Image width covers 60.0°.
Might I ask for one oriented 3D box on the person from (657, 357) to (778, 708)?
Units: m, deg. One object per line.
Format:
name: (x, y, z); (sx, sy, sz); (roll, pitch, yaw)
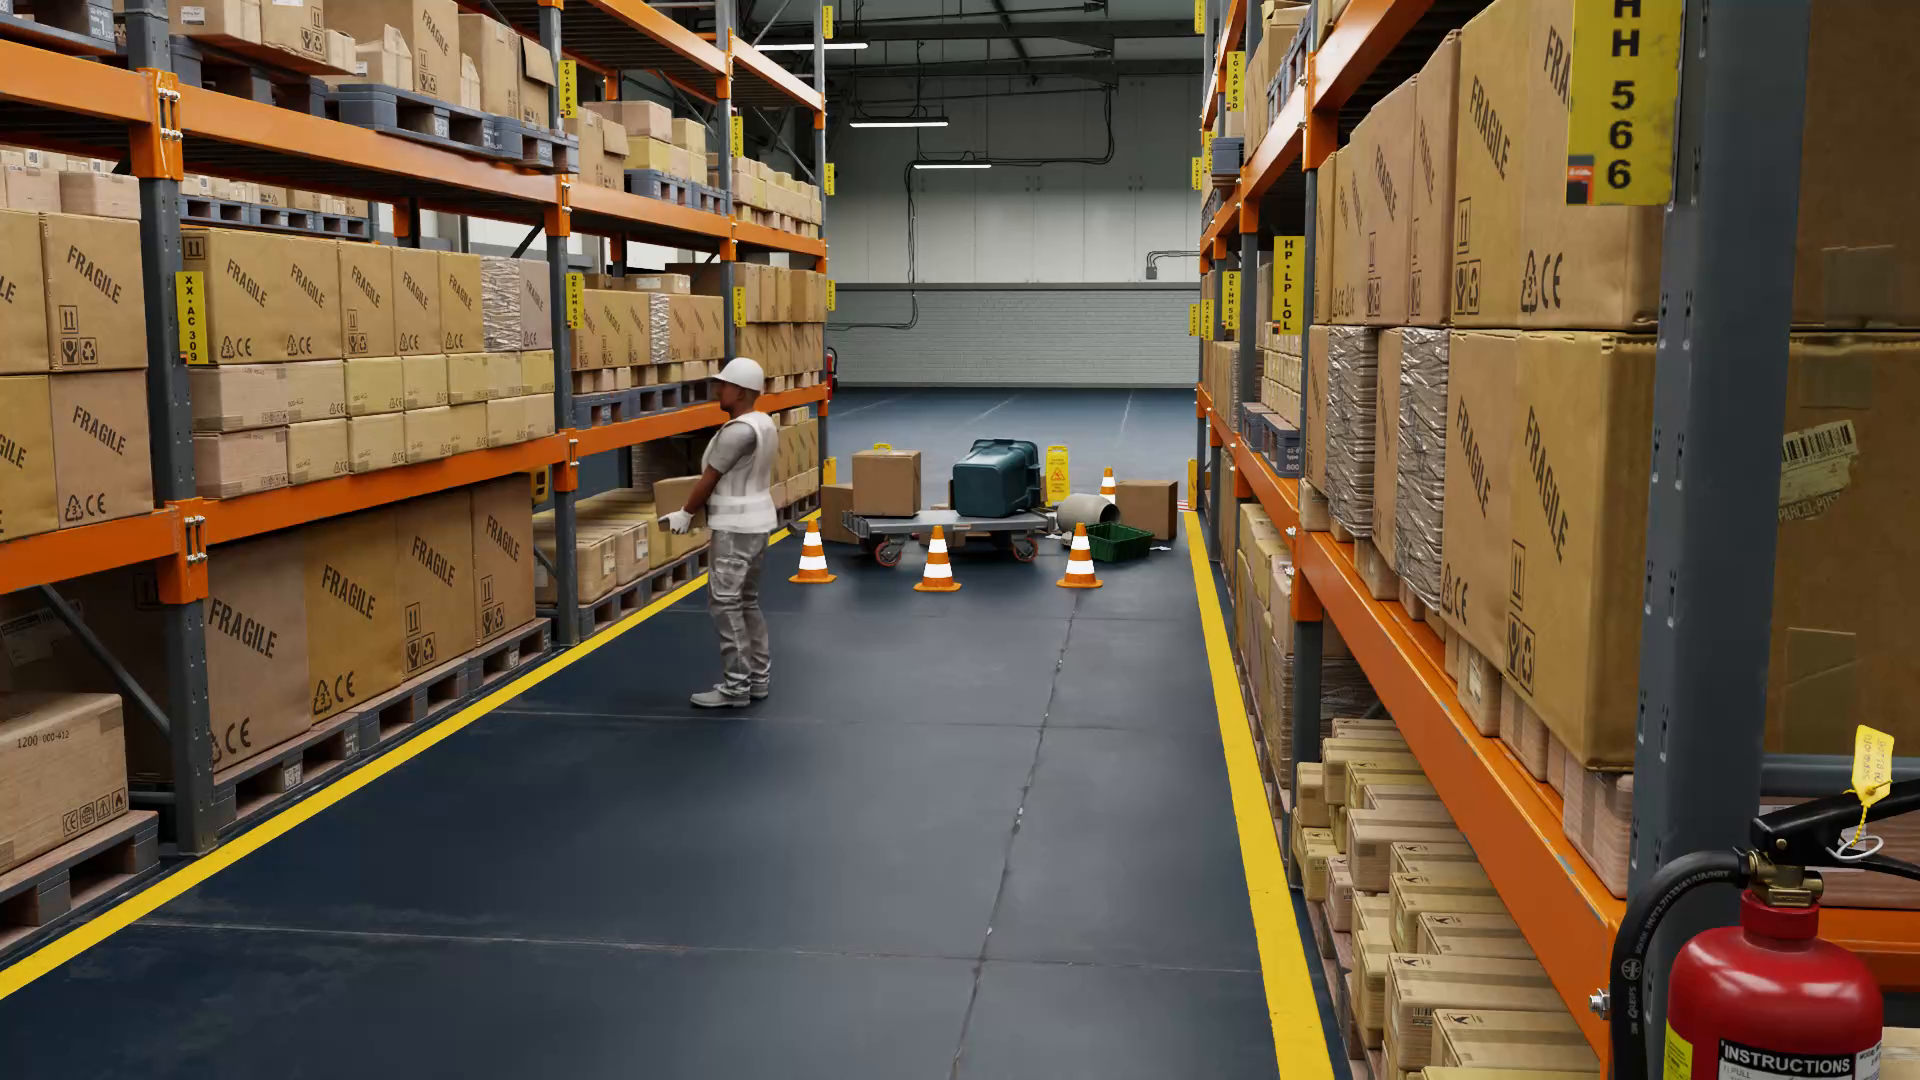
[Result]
person: (-1.235, -0.041, 8.524); (0.573, 1.781, 0.489); (1, 8, 7)
